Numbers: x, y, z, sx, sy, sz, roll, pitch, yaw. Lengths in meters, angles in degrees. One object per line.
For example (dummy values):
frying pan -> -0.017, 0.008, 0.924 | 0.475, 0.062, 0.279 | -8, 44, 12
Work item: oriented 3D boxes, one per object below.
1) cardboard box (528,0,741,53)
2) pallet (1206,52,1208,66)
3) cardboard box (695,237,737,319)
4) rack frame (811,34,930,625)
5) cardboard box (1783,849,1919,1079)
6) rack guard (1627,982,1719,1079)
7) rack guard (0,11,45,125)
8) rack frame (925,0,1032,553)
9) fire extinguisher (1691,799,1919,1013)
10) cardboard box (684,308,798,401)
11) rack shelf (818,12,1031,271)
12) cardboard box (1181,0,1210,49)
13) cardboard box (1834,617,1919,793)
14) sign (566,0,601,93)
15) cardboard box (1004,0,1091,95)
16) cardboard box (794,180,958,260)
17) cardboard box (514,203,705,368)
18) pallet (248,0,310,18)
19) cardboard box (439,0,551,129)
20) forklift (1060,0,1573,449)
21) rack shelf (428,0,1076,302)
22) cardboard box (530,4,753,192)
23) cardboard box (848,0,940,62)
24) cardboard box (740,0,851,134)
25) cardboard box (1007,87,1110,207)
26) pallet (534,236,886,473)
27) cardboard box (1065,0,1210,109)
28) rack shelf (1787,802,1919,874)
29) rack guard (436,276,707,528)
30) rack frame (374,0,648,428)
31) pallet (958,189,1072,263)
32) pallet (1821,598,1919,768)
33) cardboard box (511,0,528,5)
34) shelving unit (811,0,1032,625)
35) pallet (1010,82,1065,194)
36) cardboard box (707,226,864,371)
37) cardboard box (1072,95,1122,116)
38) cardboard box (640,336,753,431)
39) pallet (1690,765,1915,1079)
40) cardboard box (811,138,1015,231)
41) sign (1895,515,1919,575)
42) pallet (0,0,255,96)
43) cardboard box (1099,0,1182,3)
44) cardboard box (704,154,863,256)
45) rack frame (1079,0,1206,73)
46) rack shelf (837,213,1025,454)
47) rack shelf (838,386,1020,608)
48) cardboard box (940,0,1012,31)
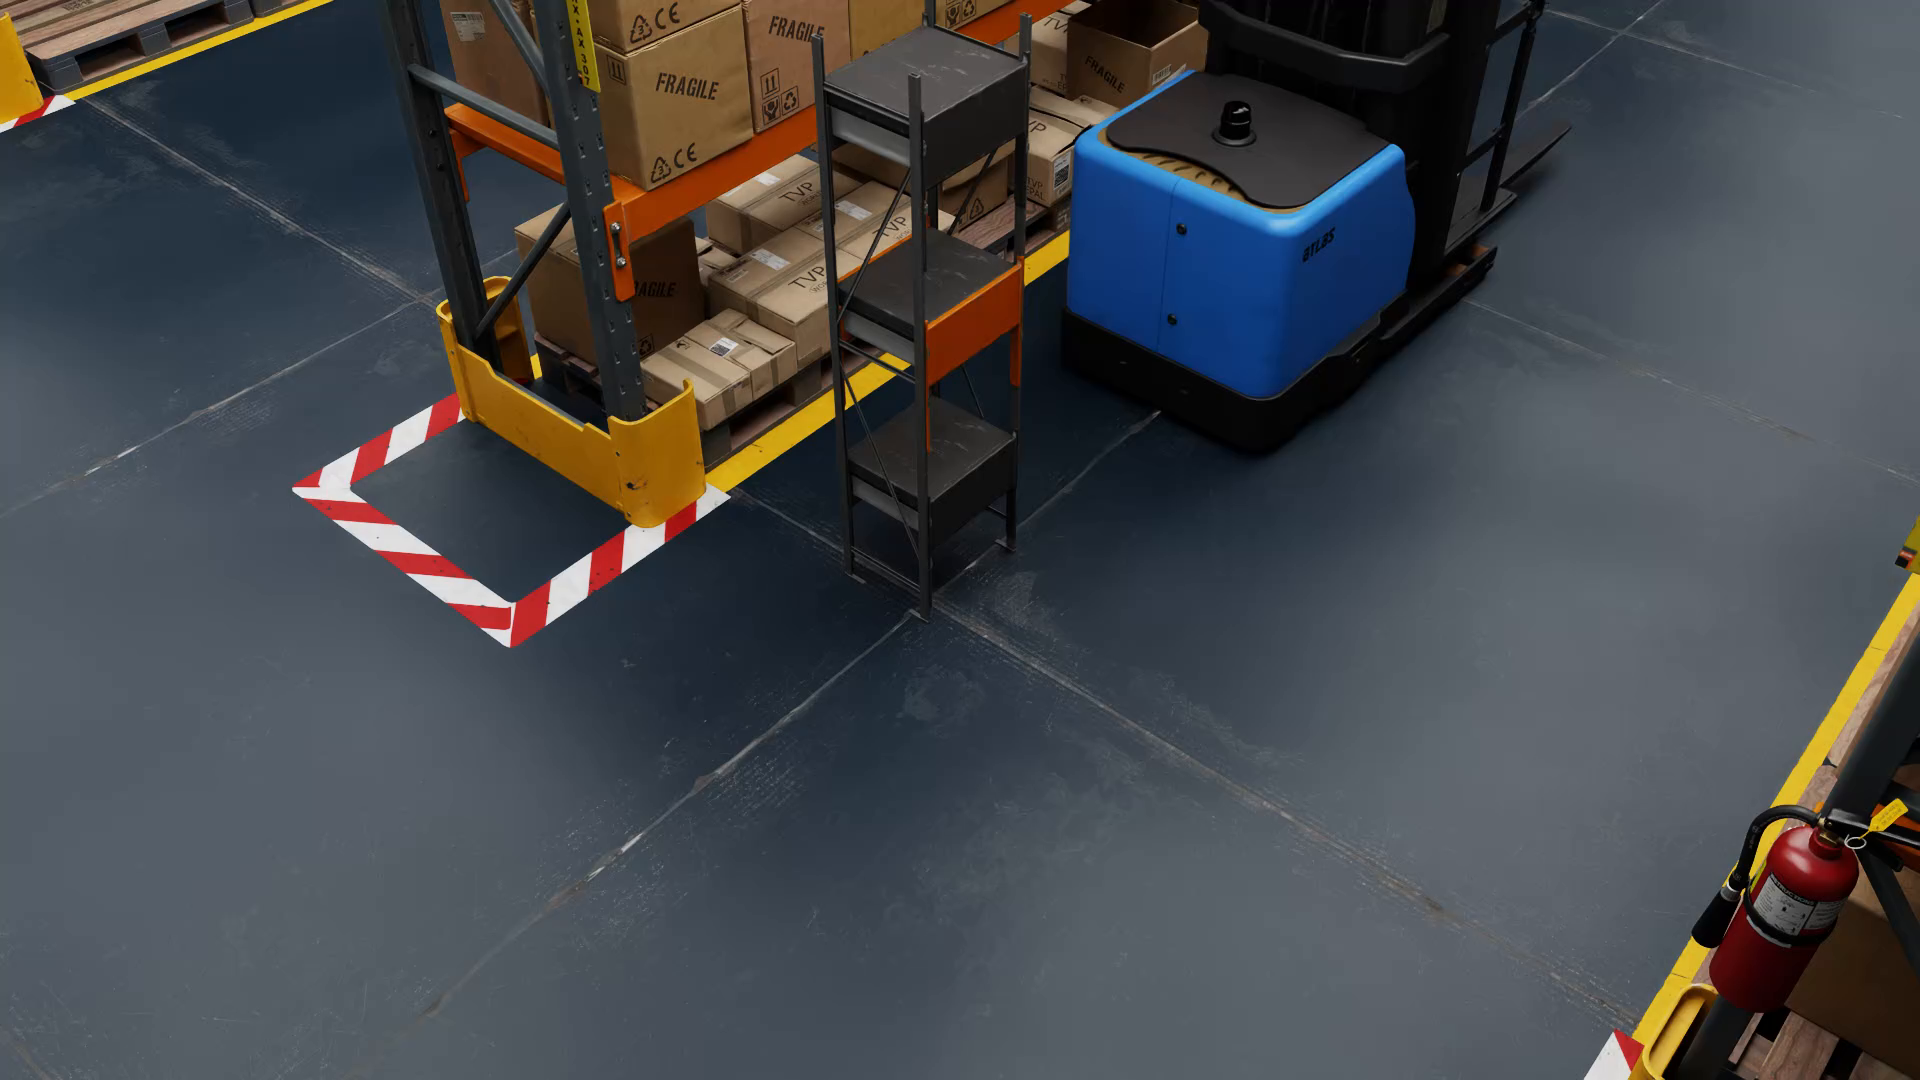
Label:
cardboard box -> -1.078, -1.959, 5.357 | 0.500, 0.500, 0.500 | 31, 51, 30
pallet -> 1.504, -2.901, 9.284 | 1.003, 0.211, 1.213 | 29, 50, 28
cardboard box -> -1.074, -1.109, 7.019 | 0.380, 0.166, 0.250 | 29, 50, 28
rack frame -> -0.264, -0.566, 5.312 | 0.400, 2.100, 0.015 | 29, 50, 28
cardboard box -> 2.603, 1.071, 4.389 | 0.700, 0.500, 0.500 | 29, 50, 28
rack guard -> 2.213, 1.642, 4.072 | 1.175, 0.500, 0.348 | 29, 50, 28
rack guard -> -5.359, -2.642, 8.784 | 1.175, 0.500, 0.348 | 29, 50, 28
rack frame -> 0.050, -0.817, 5.588 | 0.400, 2.100, 0.015 | 29, 50, 28
fire extinguisher -> 1.779, 0.749, 3.531 | 0.296, 0.674, 0.183 | 29, 50, 28
cardboard box -> -0.872, -0.748, 6.622 | 0.380, 0.166, 0.250 | 29, 50, 28
rack shelf -> -0.107, -1.199, 4.988 | 0.431, 0.518, 0.480 | 29, 50, 28
cardboard box -> 1.507, -2.879, 8.718 | 0.500, 0.500, 0.500 | 27, 49, 27
cardboard box -> 2.549, 0.327, 3.438 | 0.980, 0.700, 0.700 | 32, 51, 30
sign -> -1.150, -1.523, 5.052 | 0.100, 0.325, 0.005 | 29, 50, 28
cardboard box -> 0.574, -2.543, 8.489 | 0.500, 0.311, 0.500 | 29, 50, 28
cardboard box -> -0.354, -1.255, 7.118 | 0.500, 0.250, 0.500 | 29, 50, 28
cardboard box -> -1.404, -1.062, 6.720 | 0.500, 0.500, 0.500 | 29, 50, 28
pallet -> -4.008, -3.586, 10.037 | 1.003, 0.211, 1.213 | 29, 50, 28
cardboard box -> -1.485, -1.823, 5.951 | 0.500, 0.500, 0.500 | 31, 51, 30
forklift -> 1.770, -2.359, 6.666 | 1.130, 2.935, 3.031 | 30, 50, 29
rack shelf -> -0.278, -2.202, 6.976 | 1.077, 0.370, 4.000 | 29, 50, 28
cardboard box -> -1.078, -1.589, 5.694 | 0.500, 0.500, 0.500 | 31, 50, 29
cardboard box -> -0.424, -2.114, 6.271 | 0.500, 0.500, 0.500 | 29, 50, 28
cardboard box -> -0.750, -1.857, 5.989 | 0.500, 0.500, 0.500 | 29, 50, 28
cardboard box -> 0.377, -1.863, 7.741 | 0.500, 0.311, 0.500 | 29, 50, 28
pallet -> -1.004, -0.856, 7.035 | 1.003, 0.211, 1.213 | 29, 50, 28
cardboard box -> 0.860, -2.319, 8.102 | 0.500, 0.500, 0.500 | 29, 50, 28
rack shelf -> 3.516, -0.059, 4.620 | 1.077, 0.370, 4.000 | 29, 50, 28
rack guard -> -1.516, -0.552, 6.486 | 1.175, 0.500, 0.348 | 29, 50, 28
rack frame -> -1.565, -1.438, 5.602 | 1.000, 3.000, 0.127 | 29, 50, 28
pallet -> -0.218, -1.482, 7.723 | 1.003, 0.211, 1.213 | 29, 50, 28
pallet -> 3.469, 0.666, 5.361 | 1.003, 0.211, 1.213 | 29, 50, 28
cardboard box -> -1.489, -2.193, 5.615 | 0.500, 0.500, 0.500 | 29, 50, 28
shelving unit -> -0.107, -0.692, 5.450 | 0.431, 2.100, 0.503 | 29, 50, 28
pallet -> 0.567, -2.113, 8.417 | 1.003, 0.211, 1.213 | 29, 50, 28
cardboard box -> -0.676, -0.998, 6.835 | 0.500, 0.250, 0.500 | 29, 50, 28
cardboard box -> 0.664, -1.970, 7.979 | 0.380, 0.149, 0.250 | 29, 50, 28
cardboard box -> -1.032, -0.613, 6.486 | 0.380, 0.149, 0.250 | 29, 50, 28
pallet -> 2.684, 1.291, 4.673 | 1.003, 0.211, 1.213 | 29, 50, 28
cardboard box -> -0.196, -1.767, 7.492 | 0.797, 0.503, 0.637 | 29, 50, 28
sign -> 1.823, -0.053, 3.042 | 0.100, 0.325, 0.005 | 29, 50, 28
pallet -> -4.793, -2.961, 9.349 | 1.003, 0.211, 1.213 | 29, 50, 28
cardboard box -> 1.108, -3.114, 8.976 | 0.500, 0.500, 0.500 | 29, 50, 28
cardboard box -> -0.769, -1.446, 7.328 | 0.500, 0.250, 0.500 | 29, 50, 28
rack frame -> 1.009, -3.498, 7.867 | 1.000, 3.000, 0.127 | 29, 50, 28
rack shelf -> -0.107, -0.682, 5.459 | 0.431, 0.518, 0.480 | 29, 50, 28
rack shelf -> -0.107, -0.164, 5.930 | 0.431, 0.518, 0.480 | 29, 50, 28
cardboard box -> -0.101, -2.371, 6.554 | 0.500, 0.500, 0.500 | 30, 50, 29
